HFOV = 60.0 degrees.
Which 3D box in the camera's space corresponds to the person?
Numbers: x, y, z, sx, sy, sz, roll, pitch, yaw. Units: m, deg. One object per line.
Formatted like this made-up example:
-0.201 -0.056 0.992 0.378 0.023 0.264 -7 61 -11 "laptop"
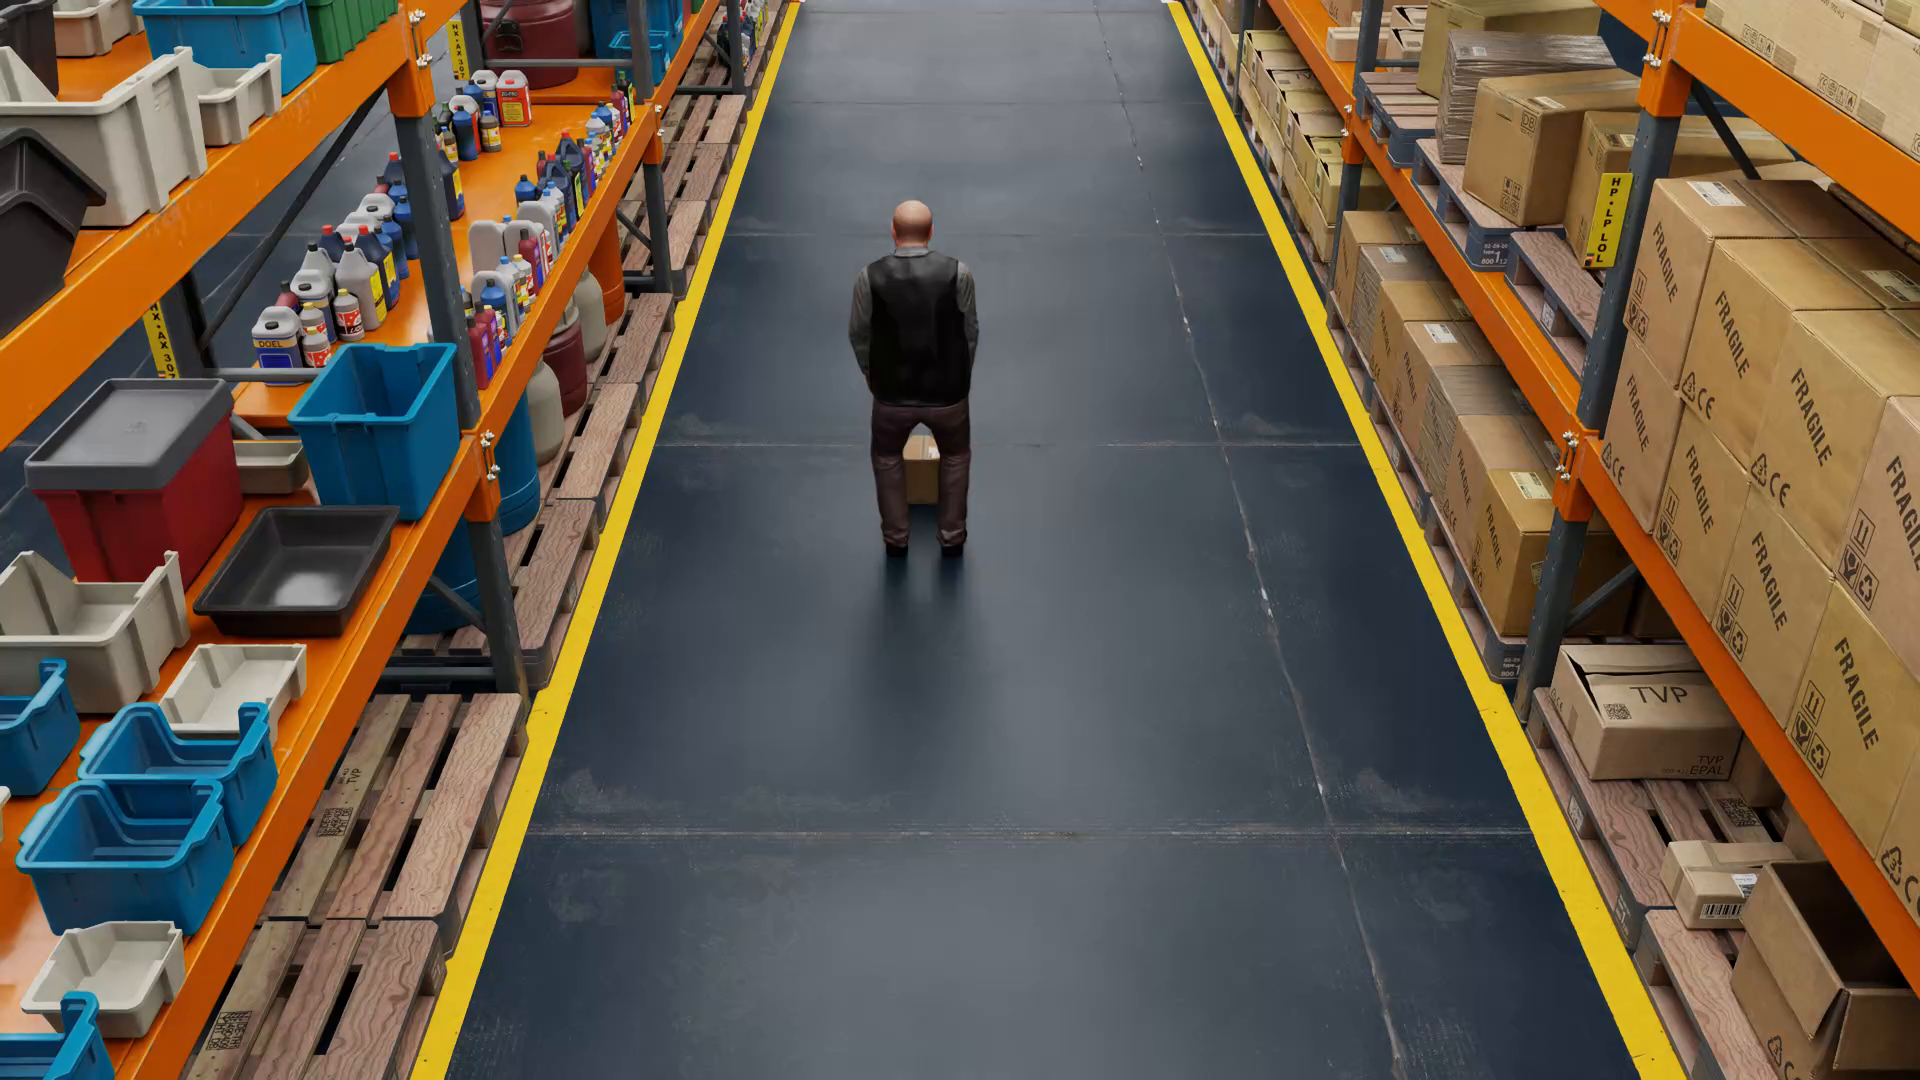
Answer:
-0.203 -0.673 7.374 0.574 1.617 0.509 1 31 1 "person"
